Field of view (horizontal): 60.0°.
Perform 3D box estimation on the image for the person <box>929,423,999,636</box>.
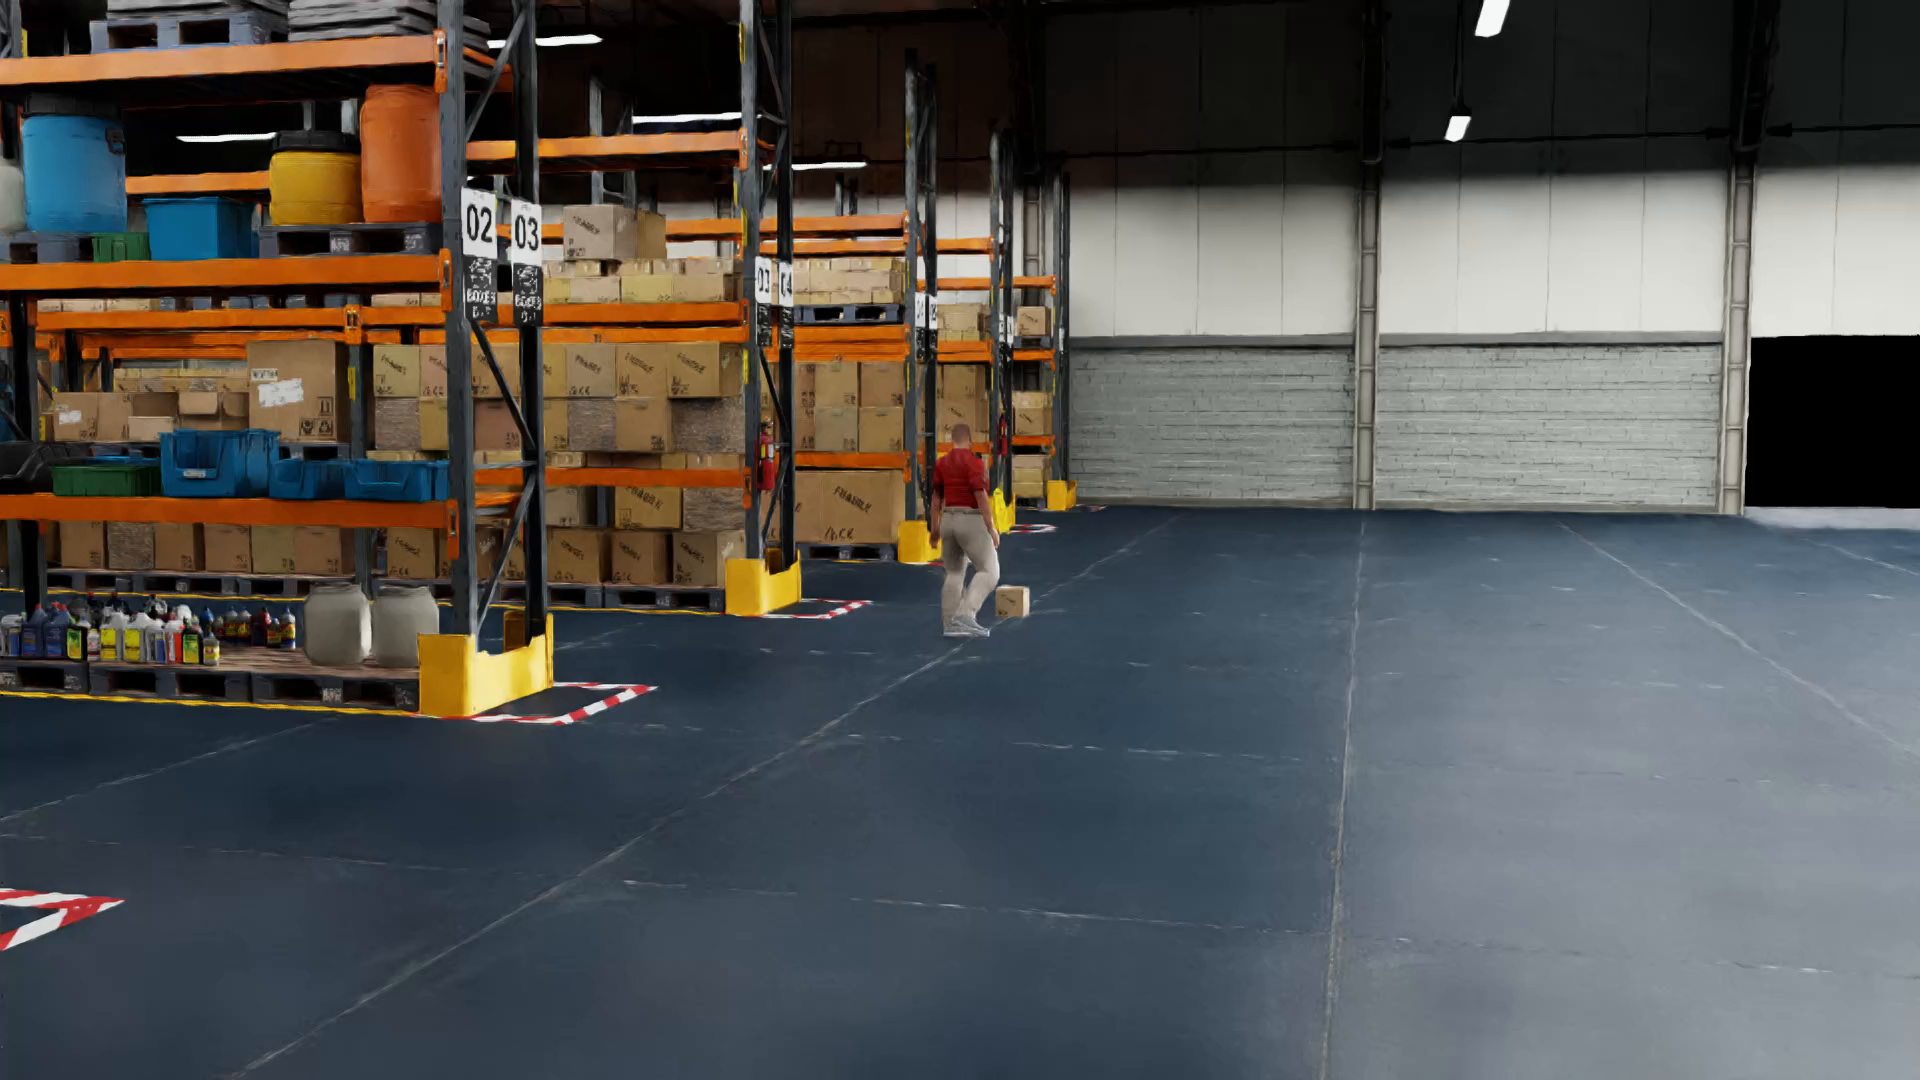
[{"bbox_3d":[0.044,-0.079,13.363,0.491,1.719,0.722,-5,7,-43],"label":"person"}]
